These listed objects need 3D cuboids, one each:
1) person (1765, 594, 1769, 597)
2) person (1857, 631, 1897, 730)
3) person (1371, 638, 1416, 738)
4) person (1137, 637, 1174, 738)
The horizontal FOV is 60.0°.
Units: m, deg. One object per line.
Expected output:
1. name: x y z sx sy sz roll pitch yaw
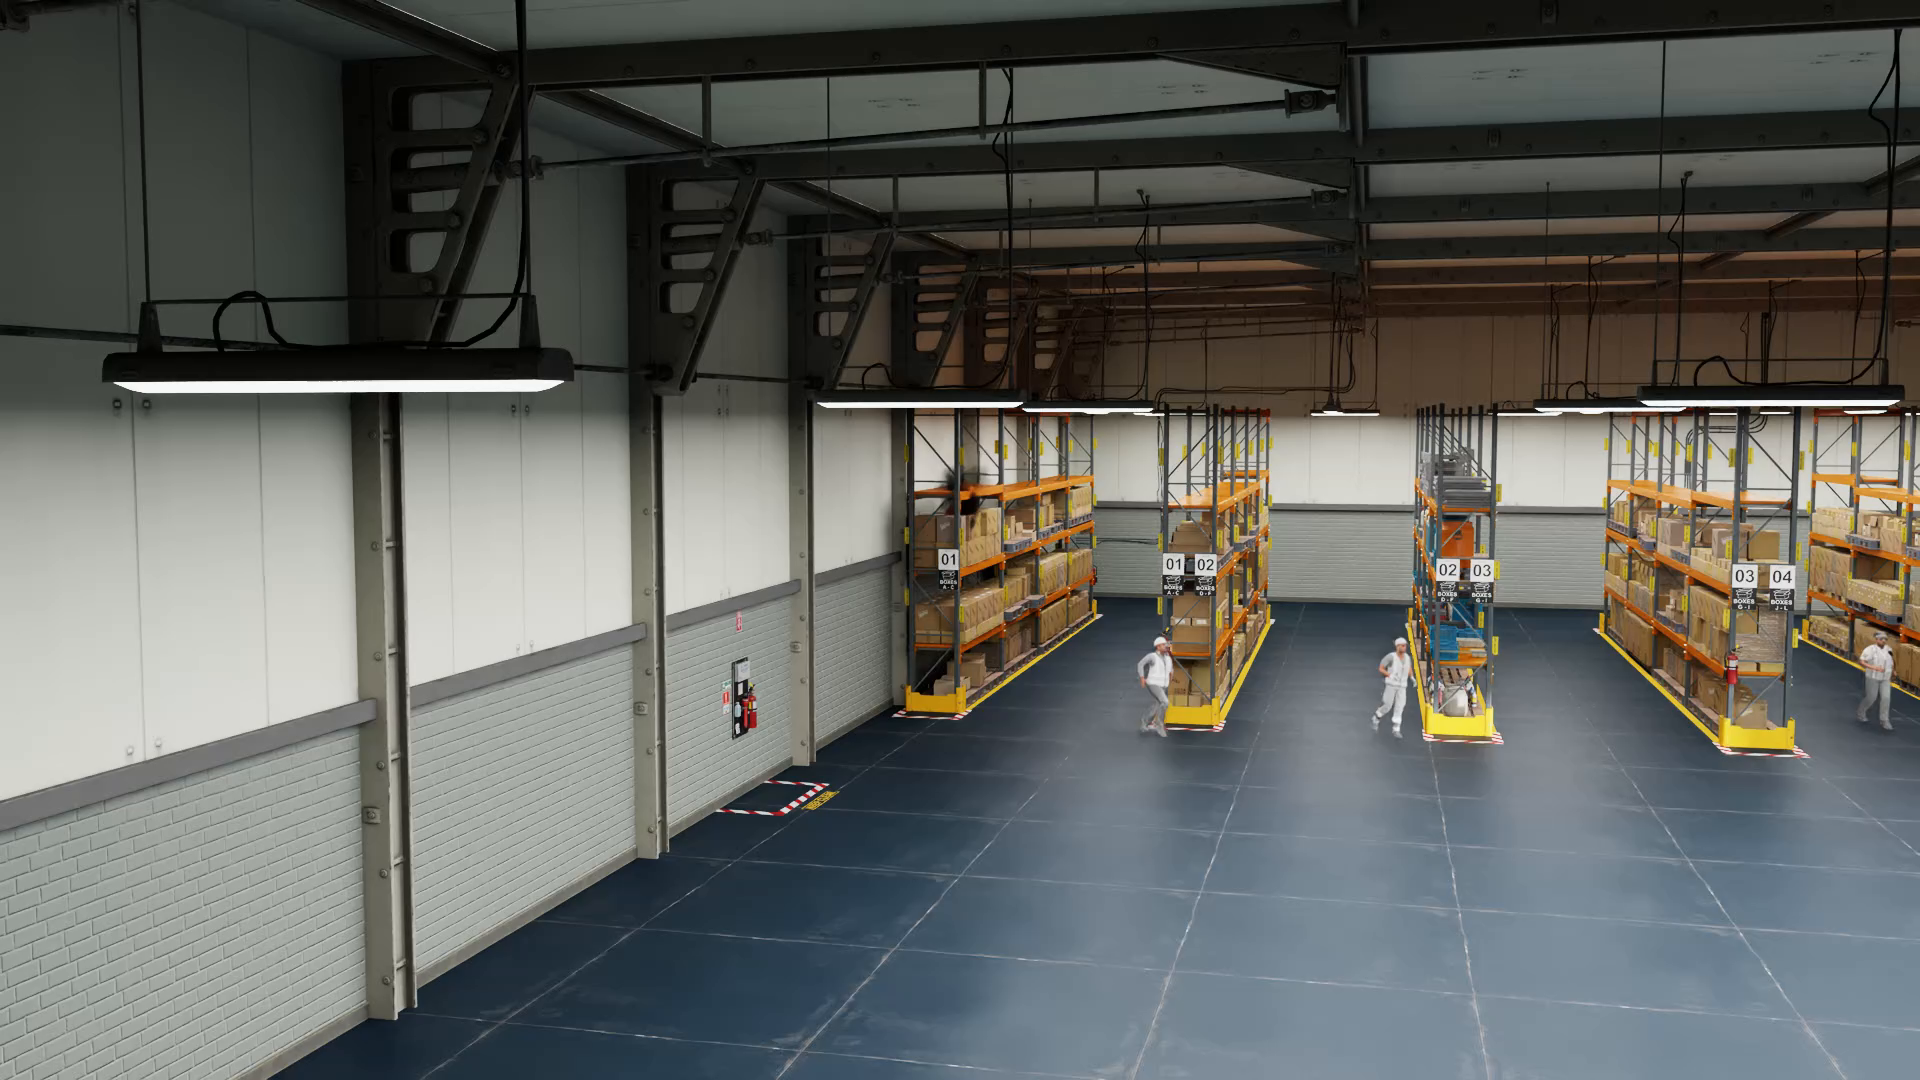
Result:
1. person: 20.745 1.721 43.371 0.622 1.730 0.833 3 5 39
2. person: 17.136 2.579 31.050 0.686 1.806 0.867 0 4 1
3. person: 7.893 2.640 29.947 0.719 1.762 0.915 -1 4 -15
4. person: 3.623 2.644 30.181 0.643 1.755 0.735 -4 6 -41
